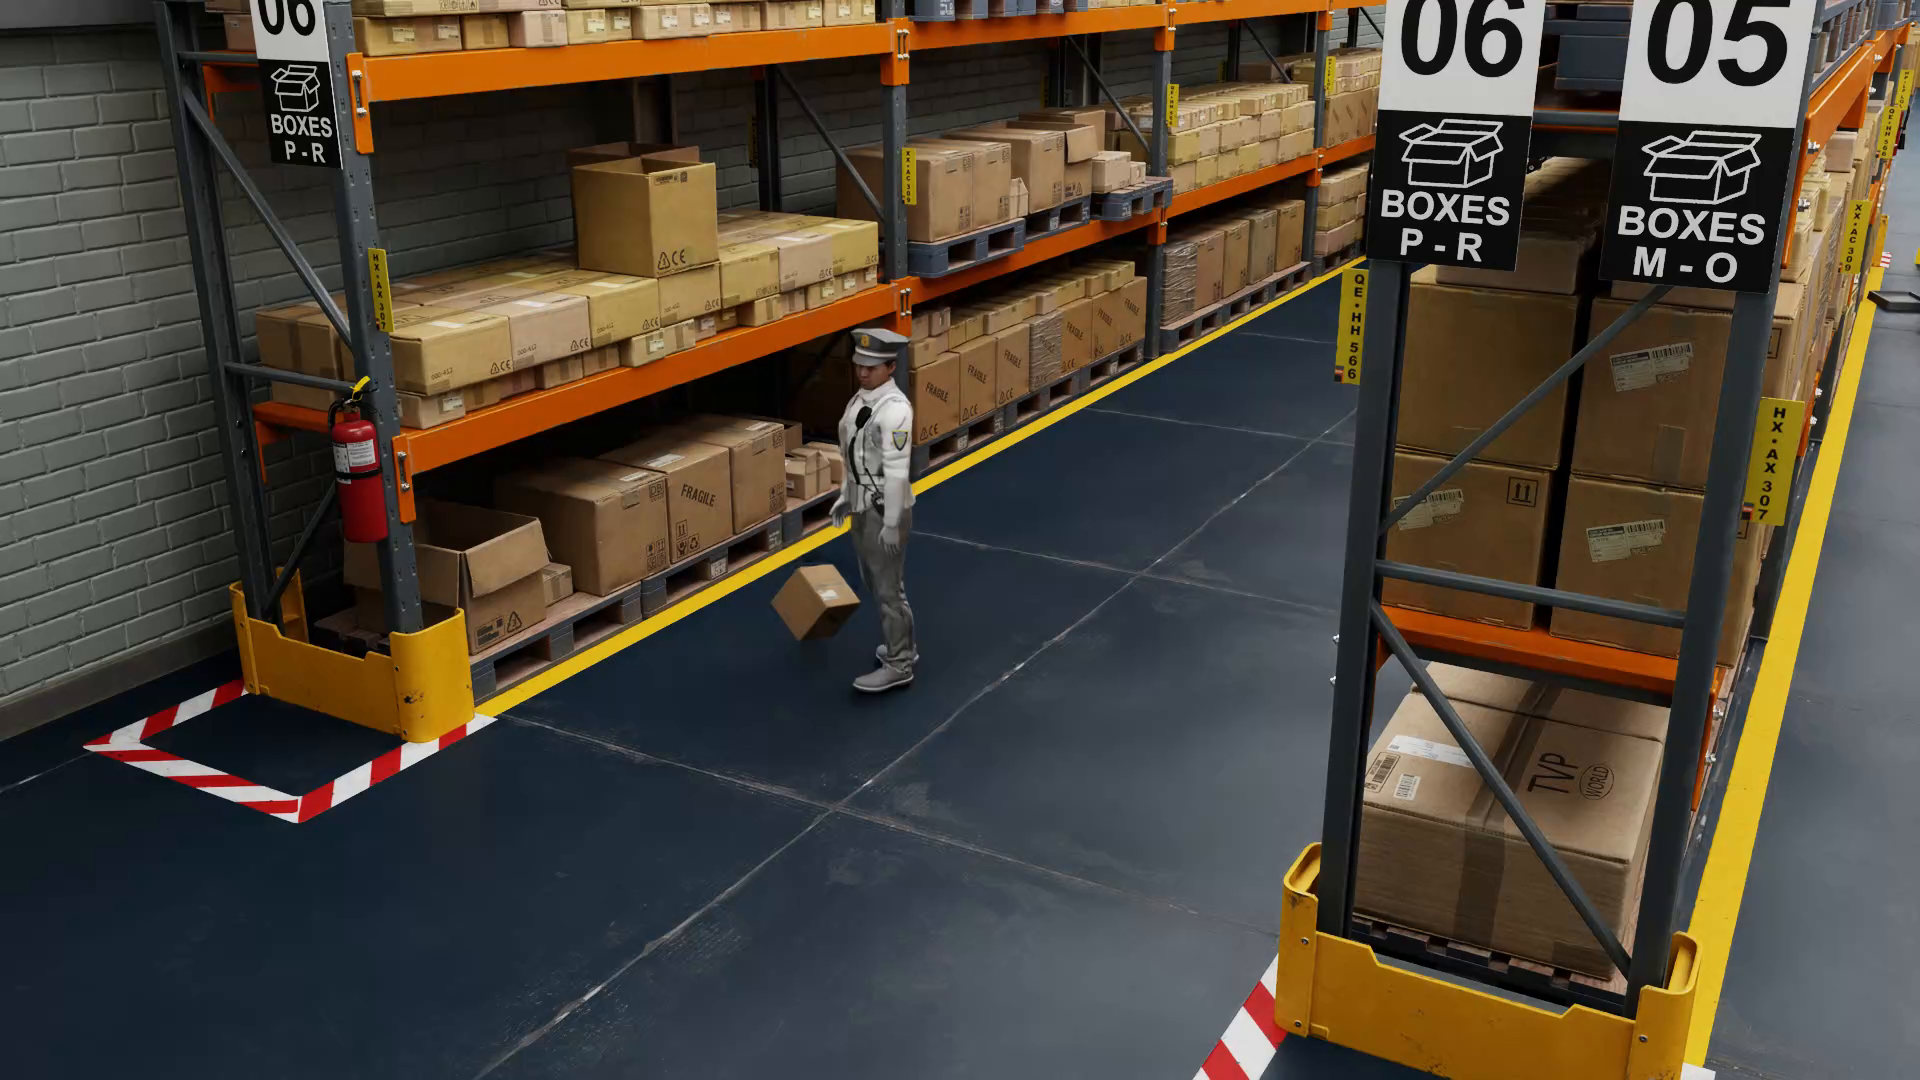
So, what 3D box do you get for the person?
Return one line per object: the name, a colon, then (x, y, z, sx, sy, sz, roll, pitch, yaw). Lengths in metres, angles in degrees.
person: (-0.359, -0.136, 7.402, 0.405, 1.675, 0.626, -6, 20, -16)
